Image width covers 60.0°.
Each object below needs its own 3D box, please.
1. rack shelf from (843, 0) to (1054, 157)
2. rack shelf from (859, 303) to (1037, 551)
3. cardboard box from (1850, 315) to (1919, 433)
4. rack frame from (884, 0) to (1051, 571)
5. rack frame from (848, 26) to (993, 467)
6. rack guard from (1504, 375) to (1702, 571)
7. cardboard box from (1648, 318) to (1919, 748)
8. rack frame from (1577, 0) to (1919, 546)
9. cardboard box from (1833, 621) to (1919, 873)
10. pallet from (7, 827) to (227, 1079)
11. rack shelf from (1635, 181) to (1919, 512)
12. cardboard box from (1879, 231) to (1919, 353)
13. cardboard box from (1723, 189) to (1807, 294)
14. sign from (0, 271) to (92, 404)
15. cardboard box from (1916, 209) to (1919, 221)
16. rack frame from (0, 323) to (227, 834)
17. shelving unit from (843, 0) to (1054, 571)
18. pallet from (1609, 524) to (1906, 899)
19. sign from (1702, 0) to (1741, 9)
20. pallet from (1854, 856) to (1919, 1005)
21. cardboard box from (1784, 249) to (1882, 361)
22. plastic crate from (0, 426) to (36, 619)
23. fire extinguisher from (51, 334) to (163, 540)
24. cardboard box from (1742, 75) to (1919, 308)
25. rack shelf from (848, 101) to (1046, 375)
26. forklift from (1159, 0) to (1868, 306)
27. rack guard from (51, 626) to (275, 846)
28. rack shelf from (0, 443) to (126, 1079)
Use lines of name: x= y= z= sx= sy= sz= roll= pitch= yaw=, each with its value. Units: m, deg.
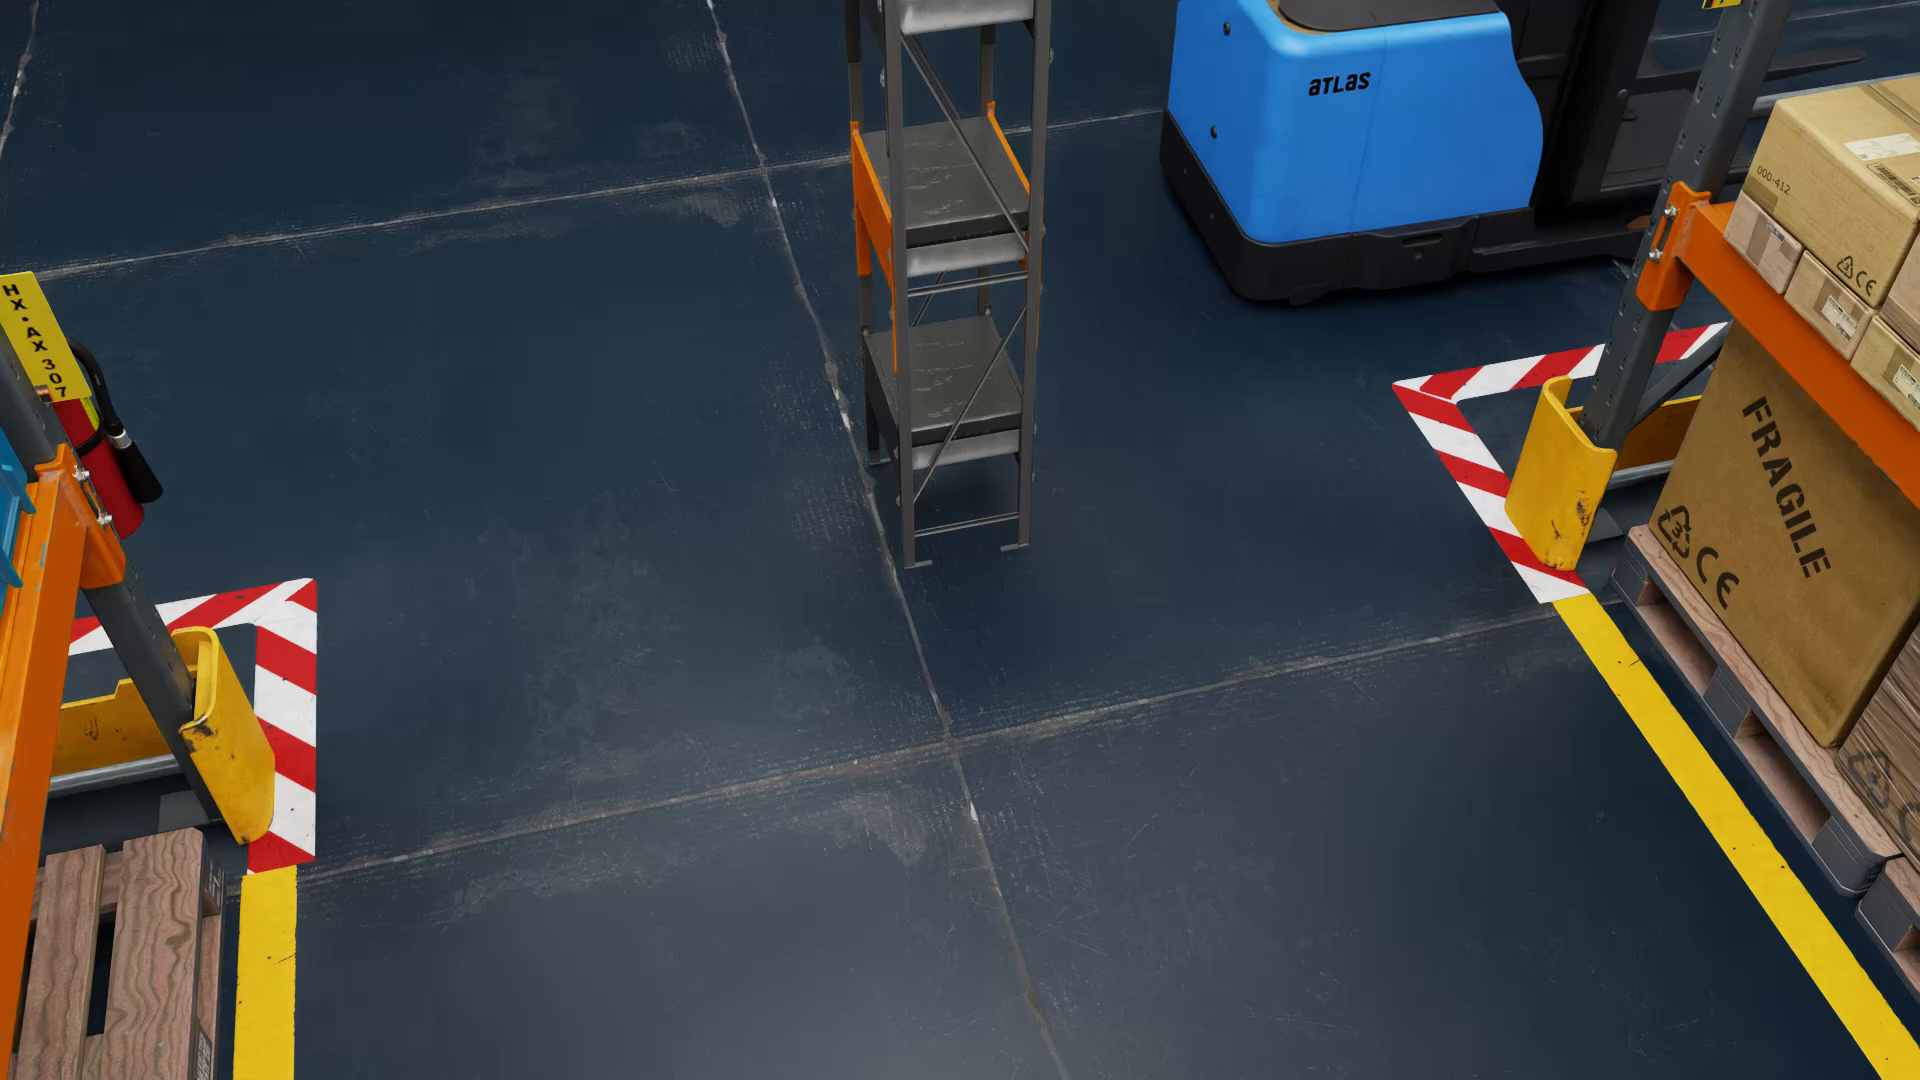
rack shelf: x=-0.042 y=-1.330 z=4.122 sx=0.431 sy=0.518 sz=0.480 roll=-11 pitch=47 yaw=-10
rack shelf: x=-0.042 y=-0.350 z=5.122 sx=0.431 sy=0.518 sz=0.480 roll=-11 pitch=47 yaw=-10
cardboard box: x=2.256 y=-0.405 z=3.722 sx=0.380 sy=0.149 sz=0.250 roll=-12 pitch=47 yaw=-11
rack frame: x=0.020 y=-0.681 z=4.447 sx=0.400 sy=2.100 sz=0.015 roll=-11 pitch=47 yaw=-10
rack frame: x=-0.105 y=-1.018 z=4.777 sx=0.400 sy=2.100 sz=0.015 roll=-11 pitch=47 yaw=-10
rack guard: x=2.345 y=-0.293 z=5.187 sx=1.175 sy=0.500 sz=0.348 roll=-11 pitch=47 yaw=-10
cardboard box: x=2.592 y=-0.128 z=4.469 sx=0.875 sy=0.875 sz=0.875 roll=-11 pitch=47 yaw=-10
rack frame: x=2.351 y=-1.152 z=4.278 sx=1.000 sy=3.000 sz=0.127 roll=-11 pitch=47 yaw=-10
cardboard box: x=2.825 y=0.501 z=3.853 sx=0.875 sy=0.875 sz=0.875 roll=-11 pitch=47 yaw=-10
pallet: x=-2.263 y=1.306 z=3.822 sx=1.003 sy=0.211 sz=1.213 roll=-11 pitch=47 yaw=-10
rack shelf: x=2.863 y=0.481 z=3.182 sx=1.077 sy=0.370 sz=4.000 roll=-11 pitch=47 yaw=-10
cardboard box: x=2.352 y=-0.465 z=3.502 sx=0.500 sy=0.250 sz=0.500 roll=-11 pitch=47 yaw=-11
cardboard box: x=2.123 y=-0.758 z=4.069 sx=0.380 sy=0.149 sz=0.250 roll=-10 pitch=46 yaw=-10
sign: x=-1.909 y=-0.415 z=3.442 sx=0.100 sy=0.325 sz=0.005 roll=-11 pitch=47 yaw=-10
cardboard box: x=2.341 y=-0.740 z=3.246 sx=0.500 sy=0.500 sz=0.500 roll=-12 pitch=47 yaw=-11
rack frame: x=-2.437 y=-0.246 z=3.391 sx=1.000 sy=3.000 sz=0.127 roll=-11 pitch=47 yaw=-10
shelving unit: x=-0.042 y=-0.849 z=4.612 sx=0.431 sy=2.100 sz=0.503 roll=-11 pitch=47 yaw=-10
pallet: x=2.631 y=0.362 z=4.747 sx=1.003 sy=0.211 sz=1.213 roll=-11 pitch=47 yaw=-10
sign: x=1.813 y=-1.385 z=3.846 sx=0.100 sy=0.325 sz=0.005 roll=-11 pitch=47 yaw=-10
pallet: x=2.940 y=1.203 z=3.924 sx=1.003 sy=0.211 sz=1.213 roll=-11 pitch=47 yaw=-10
cardboard box: x=2.190 y=-0.581 z=3.896 sx=0.380 sy=0.149 sz=0.250 roll=-11 pitch=47 yaw=-11
plastic crate: x=-2.171 y=-0.082 z=3.164 sx=0.616 sy=0.435 sz=0.499 roll=-11 pitch=47 yaw=-10
fire extinguisher: x=-2.036 y=-0.276 z=3.735 sx=0.296 sy=0.674 sz=0.183 roll=-11 pitch=47 yaw=-10
cardboard box: x=2.213 y=-0.823 z=3.853 sx=0.500 sy=0.250 sz=0.500 roll=-12 pitch=47 yaw=-11
rack shelf: x=-0.042 y=-0.840 z=4.622 sx=0.431 sy=0.518 sz=0.480 roll=-11 pitch=47 yaw=-10
forklift: x=2.367 y=-2.437 z=5.586 sx=3.031 sy=2.935 sz=1.130 roll=-10 pitch=46 yaw=-9
rack guard: x=-2.456 y=0.615 z=4.298 sx=1.175 sy=0.500 sz=0.348 roll=-11 pitch=47 yaw=-10
rack shelf: x=-1.925 y=1.387 z=2.295 sx=1.077 sy=0.370 sz=4.000 roll=-11 pitch=47 yaw=-10
